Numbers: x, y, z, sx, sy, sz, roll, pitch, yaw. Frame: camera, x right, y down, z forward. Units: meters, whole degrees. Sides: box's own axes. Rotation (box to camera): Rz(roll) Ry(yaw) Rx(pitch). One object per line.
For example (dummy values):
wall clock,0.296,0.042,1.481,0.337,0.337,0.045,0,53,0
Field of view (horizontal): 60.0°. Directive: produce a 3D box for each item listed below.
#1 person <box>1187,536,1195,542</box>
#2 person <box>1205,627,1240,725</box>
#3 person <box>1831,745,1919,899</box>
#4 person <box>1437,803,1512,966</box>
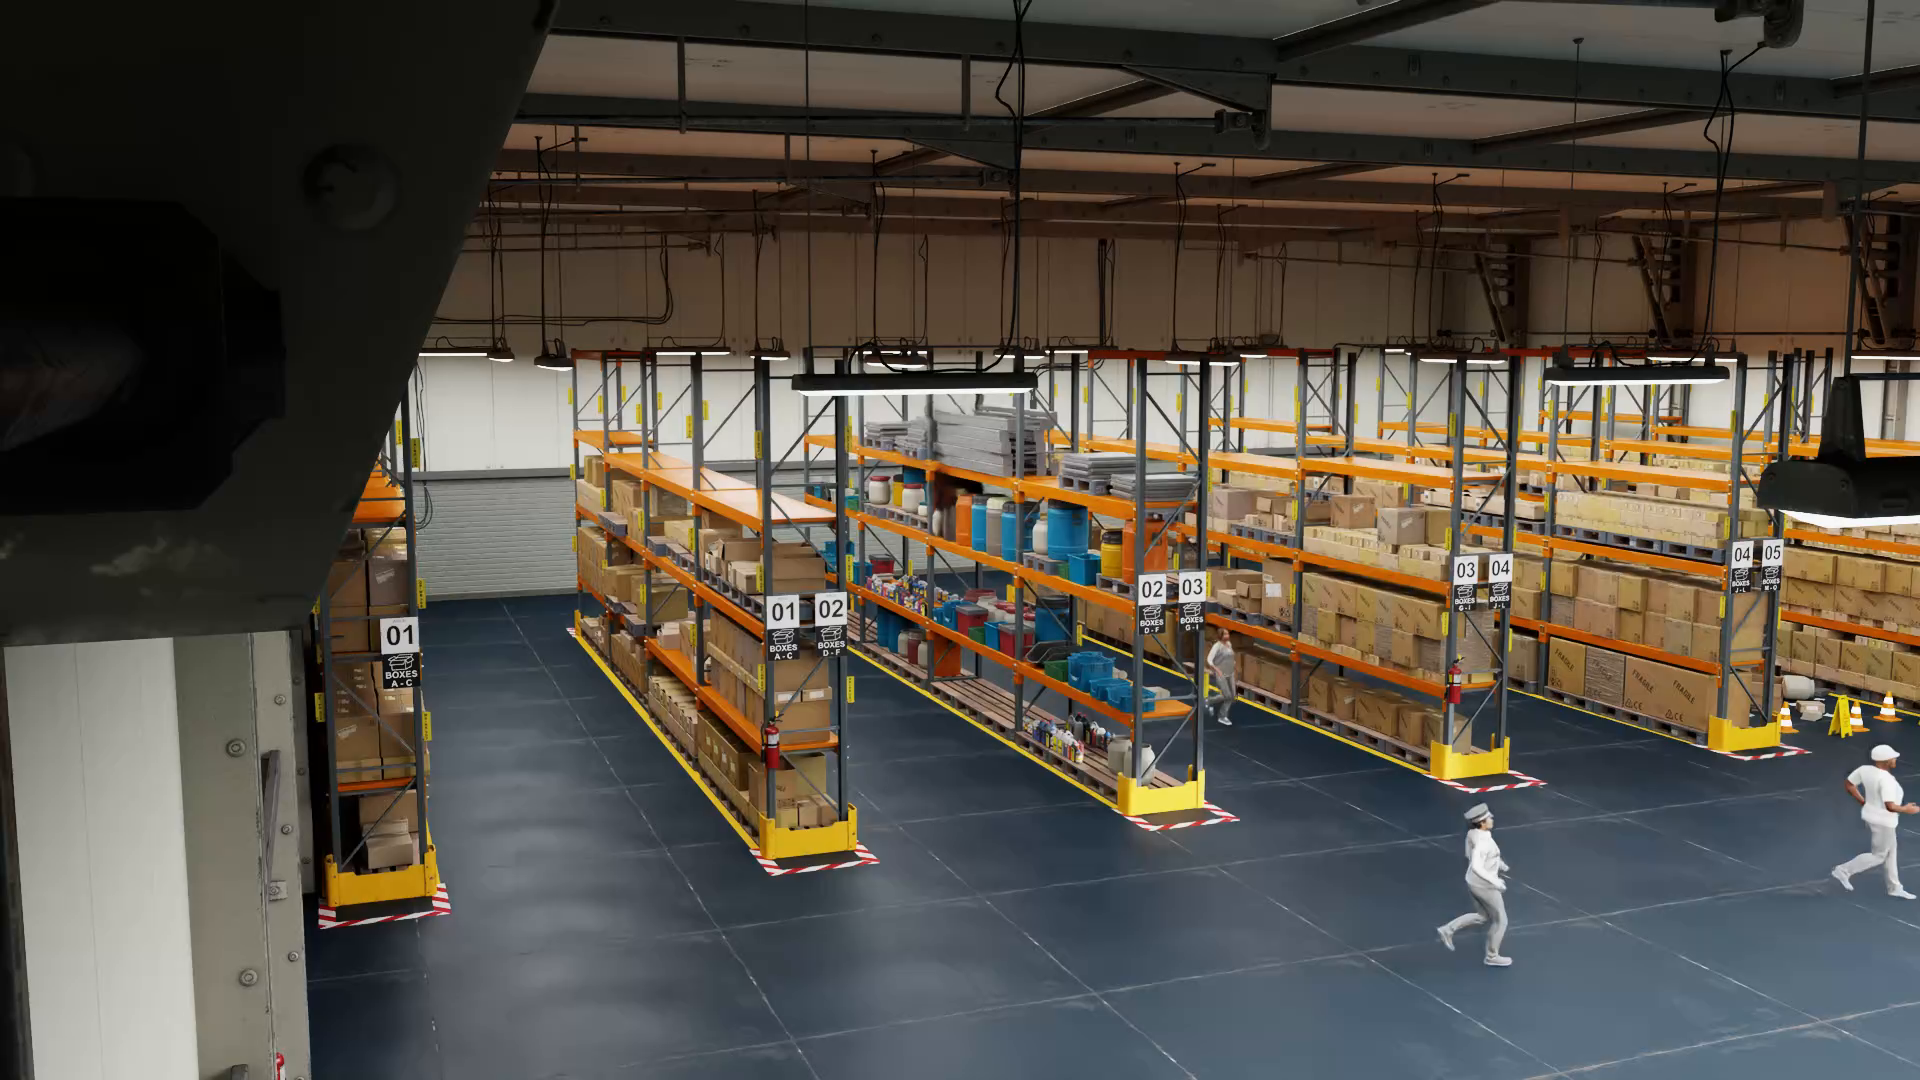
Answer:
person,5.281,0.742,38.108,0.587,1.669,0.976,-2,7,-19
person,4.207,2.171,26.669,0.538,1.552,0.544,-6,9,-38
person,10.243,3.156,18.557,0.963,1.771,0.700,1,7,5
person,5.210,3.446,16.644,0.694,1.656,0.623,0,7,2
